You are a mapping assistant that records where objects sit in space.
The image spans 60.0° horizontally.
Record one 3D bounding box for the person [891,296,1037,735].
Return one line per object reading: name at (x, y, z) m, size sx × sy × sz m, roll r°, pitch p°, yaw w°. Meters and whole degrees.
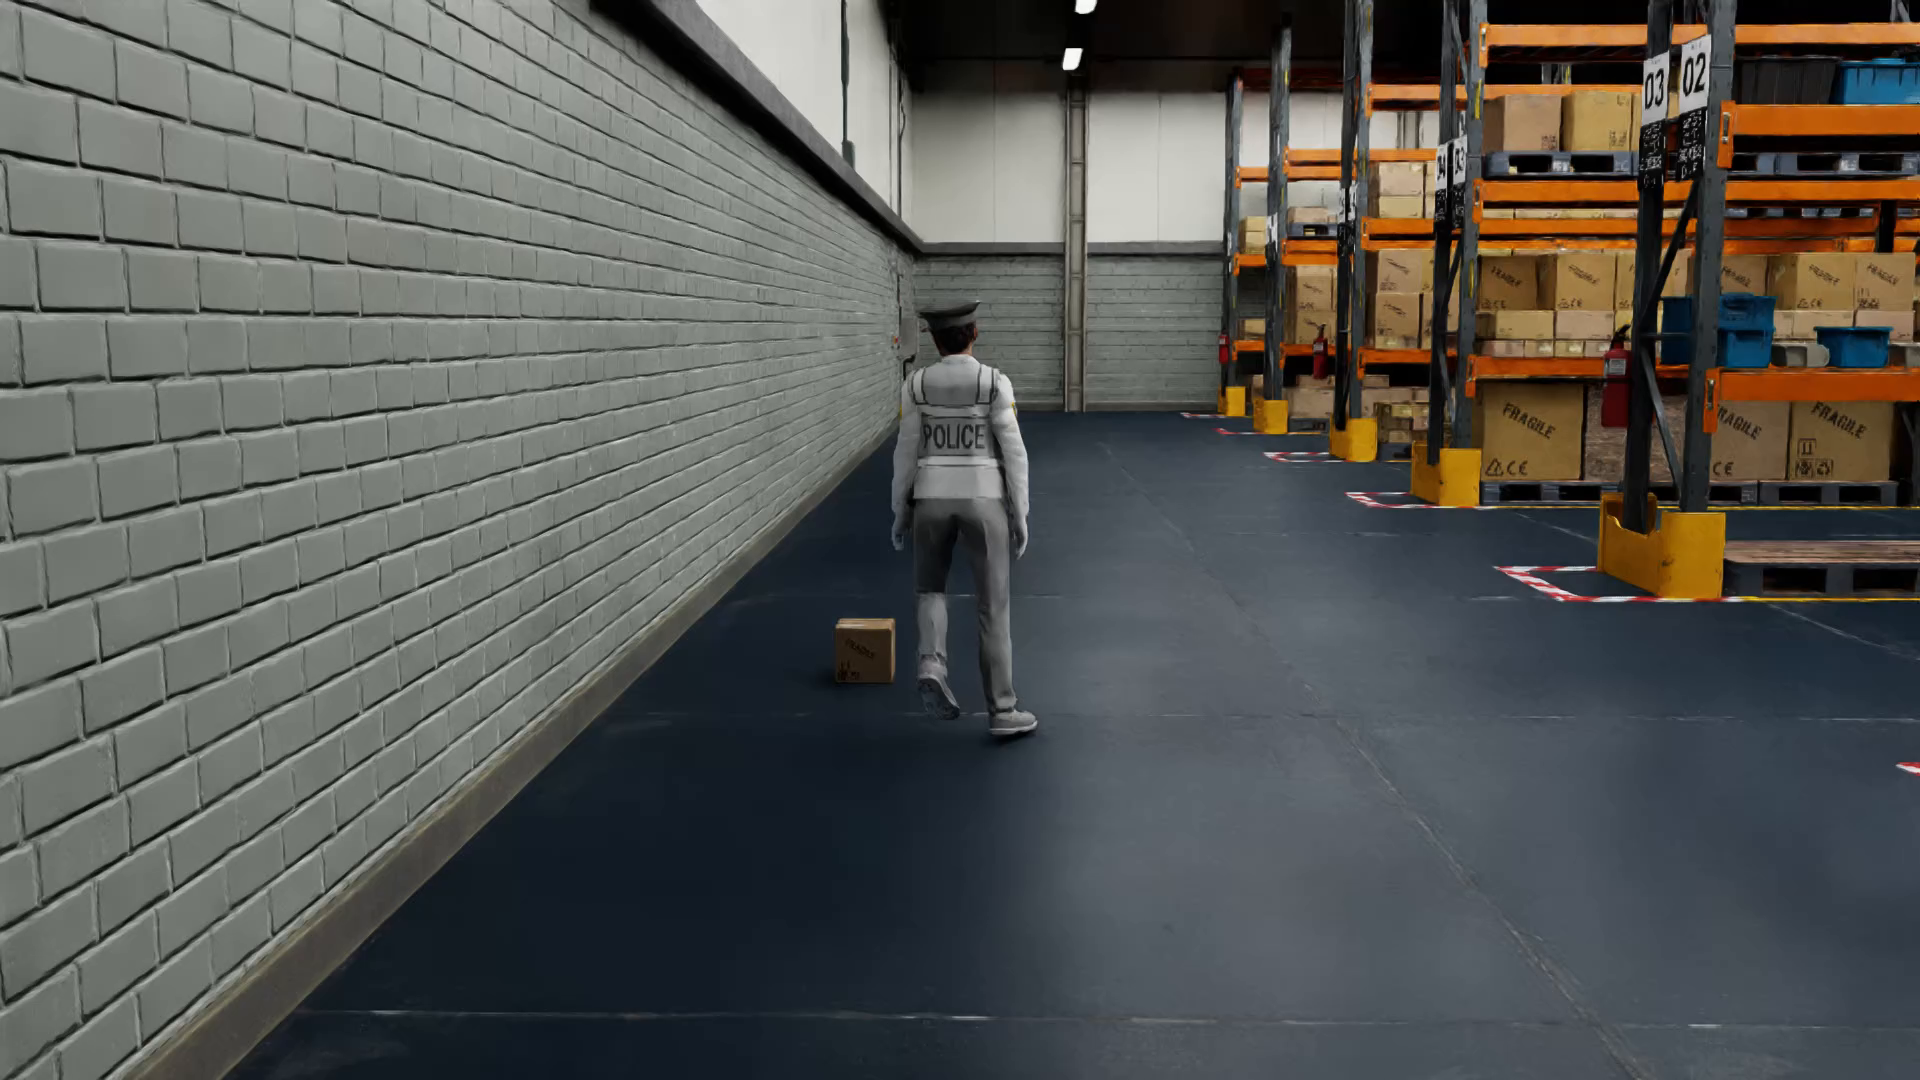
person at (-0.005, -0.083, 6.293) m, size 0.563 × 1.658 × 0.444 m, roll 2°, pitch 8°, yaw 13°
